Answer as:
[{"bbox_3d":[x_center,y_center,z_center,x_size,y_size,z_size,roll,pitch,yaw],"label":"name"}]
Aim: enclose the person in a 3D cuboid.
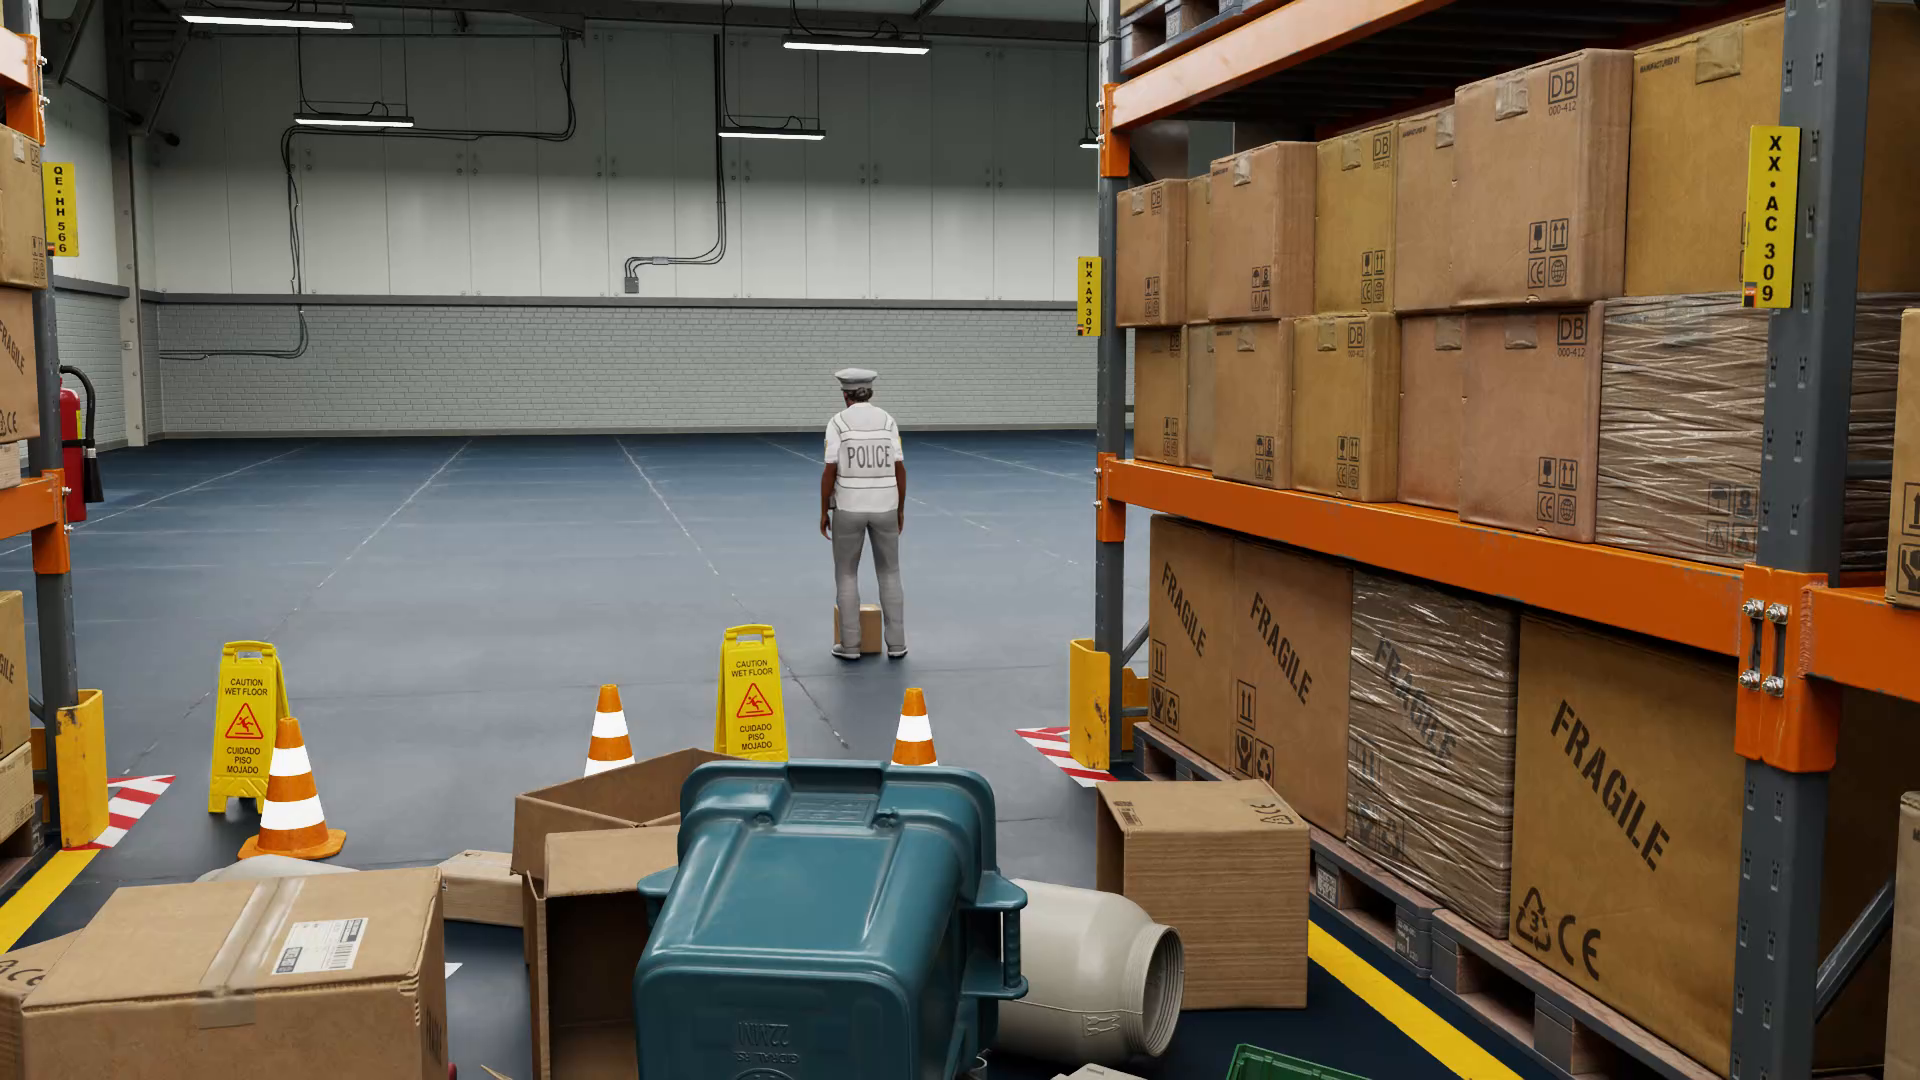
[{"bbox_3d":[-0.542,-0.152,9.559,0.529,1.663,0.392,-2,6,-16],"label":"person"}]
